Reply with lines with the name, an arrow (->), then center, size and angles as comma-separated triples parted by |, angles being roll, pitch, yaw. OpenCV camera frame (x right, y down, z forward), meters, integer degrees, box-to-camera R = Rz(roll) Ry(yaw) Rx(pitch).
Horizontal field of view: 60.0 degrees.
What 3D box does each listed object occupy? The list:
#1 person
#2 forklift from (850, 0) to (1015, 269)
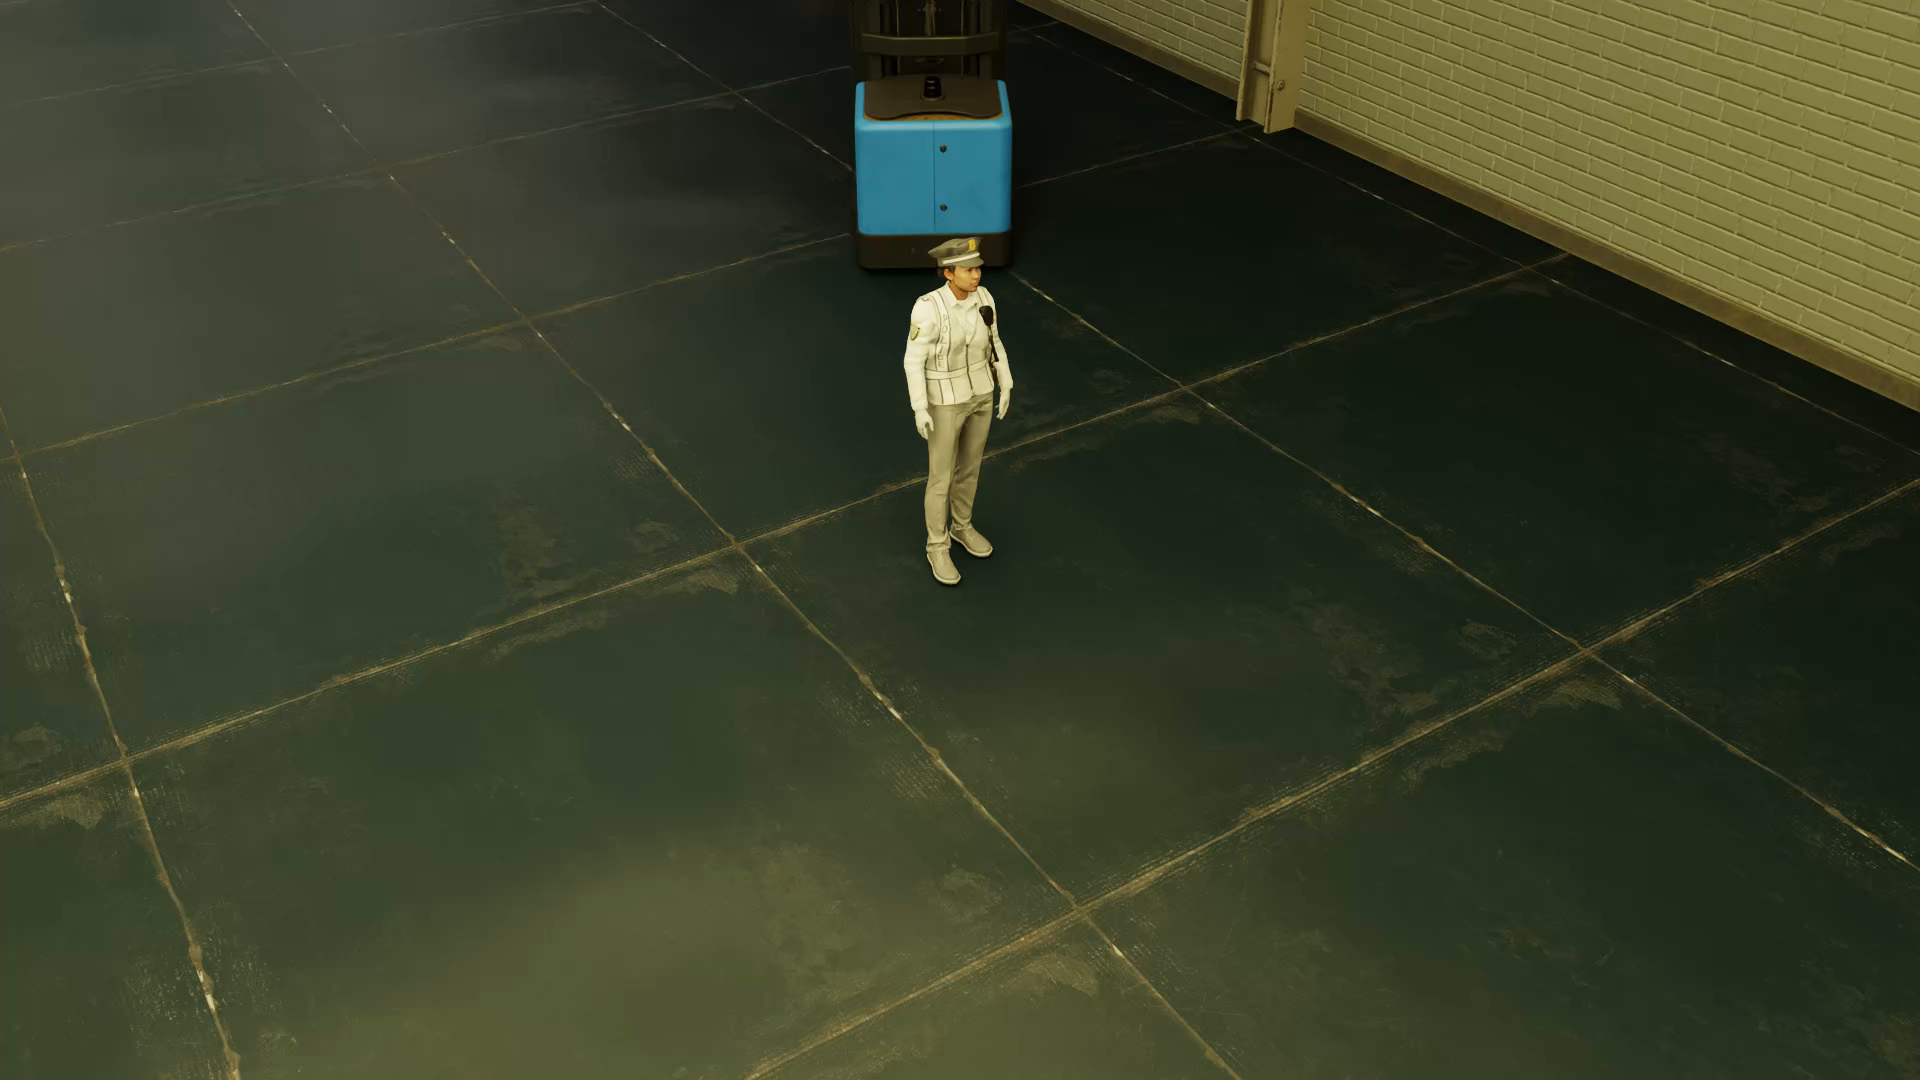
person -> 0.031, -0.665, 8.157 | 0.588, 1.696, 0.533 | -21, 40, -27
forklift -> -0.225, -3.841, 11.615 | 1.130, 2.935, 3.031 | -1, 35, -2
